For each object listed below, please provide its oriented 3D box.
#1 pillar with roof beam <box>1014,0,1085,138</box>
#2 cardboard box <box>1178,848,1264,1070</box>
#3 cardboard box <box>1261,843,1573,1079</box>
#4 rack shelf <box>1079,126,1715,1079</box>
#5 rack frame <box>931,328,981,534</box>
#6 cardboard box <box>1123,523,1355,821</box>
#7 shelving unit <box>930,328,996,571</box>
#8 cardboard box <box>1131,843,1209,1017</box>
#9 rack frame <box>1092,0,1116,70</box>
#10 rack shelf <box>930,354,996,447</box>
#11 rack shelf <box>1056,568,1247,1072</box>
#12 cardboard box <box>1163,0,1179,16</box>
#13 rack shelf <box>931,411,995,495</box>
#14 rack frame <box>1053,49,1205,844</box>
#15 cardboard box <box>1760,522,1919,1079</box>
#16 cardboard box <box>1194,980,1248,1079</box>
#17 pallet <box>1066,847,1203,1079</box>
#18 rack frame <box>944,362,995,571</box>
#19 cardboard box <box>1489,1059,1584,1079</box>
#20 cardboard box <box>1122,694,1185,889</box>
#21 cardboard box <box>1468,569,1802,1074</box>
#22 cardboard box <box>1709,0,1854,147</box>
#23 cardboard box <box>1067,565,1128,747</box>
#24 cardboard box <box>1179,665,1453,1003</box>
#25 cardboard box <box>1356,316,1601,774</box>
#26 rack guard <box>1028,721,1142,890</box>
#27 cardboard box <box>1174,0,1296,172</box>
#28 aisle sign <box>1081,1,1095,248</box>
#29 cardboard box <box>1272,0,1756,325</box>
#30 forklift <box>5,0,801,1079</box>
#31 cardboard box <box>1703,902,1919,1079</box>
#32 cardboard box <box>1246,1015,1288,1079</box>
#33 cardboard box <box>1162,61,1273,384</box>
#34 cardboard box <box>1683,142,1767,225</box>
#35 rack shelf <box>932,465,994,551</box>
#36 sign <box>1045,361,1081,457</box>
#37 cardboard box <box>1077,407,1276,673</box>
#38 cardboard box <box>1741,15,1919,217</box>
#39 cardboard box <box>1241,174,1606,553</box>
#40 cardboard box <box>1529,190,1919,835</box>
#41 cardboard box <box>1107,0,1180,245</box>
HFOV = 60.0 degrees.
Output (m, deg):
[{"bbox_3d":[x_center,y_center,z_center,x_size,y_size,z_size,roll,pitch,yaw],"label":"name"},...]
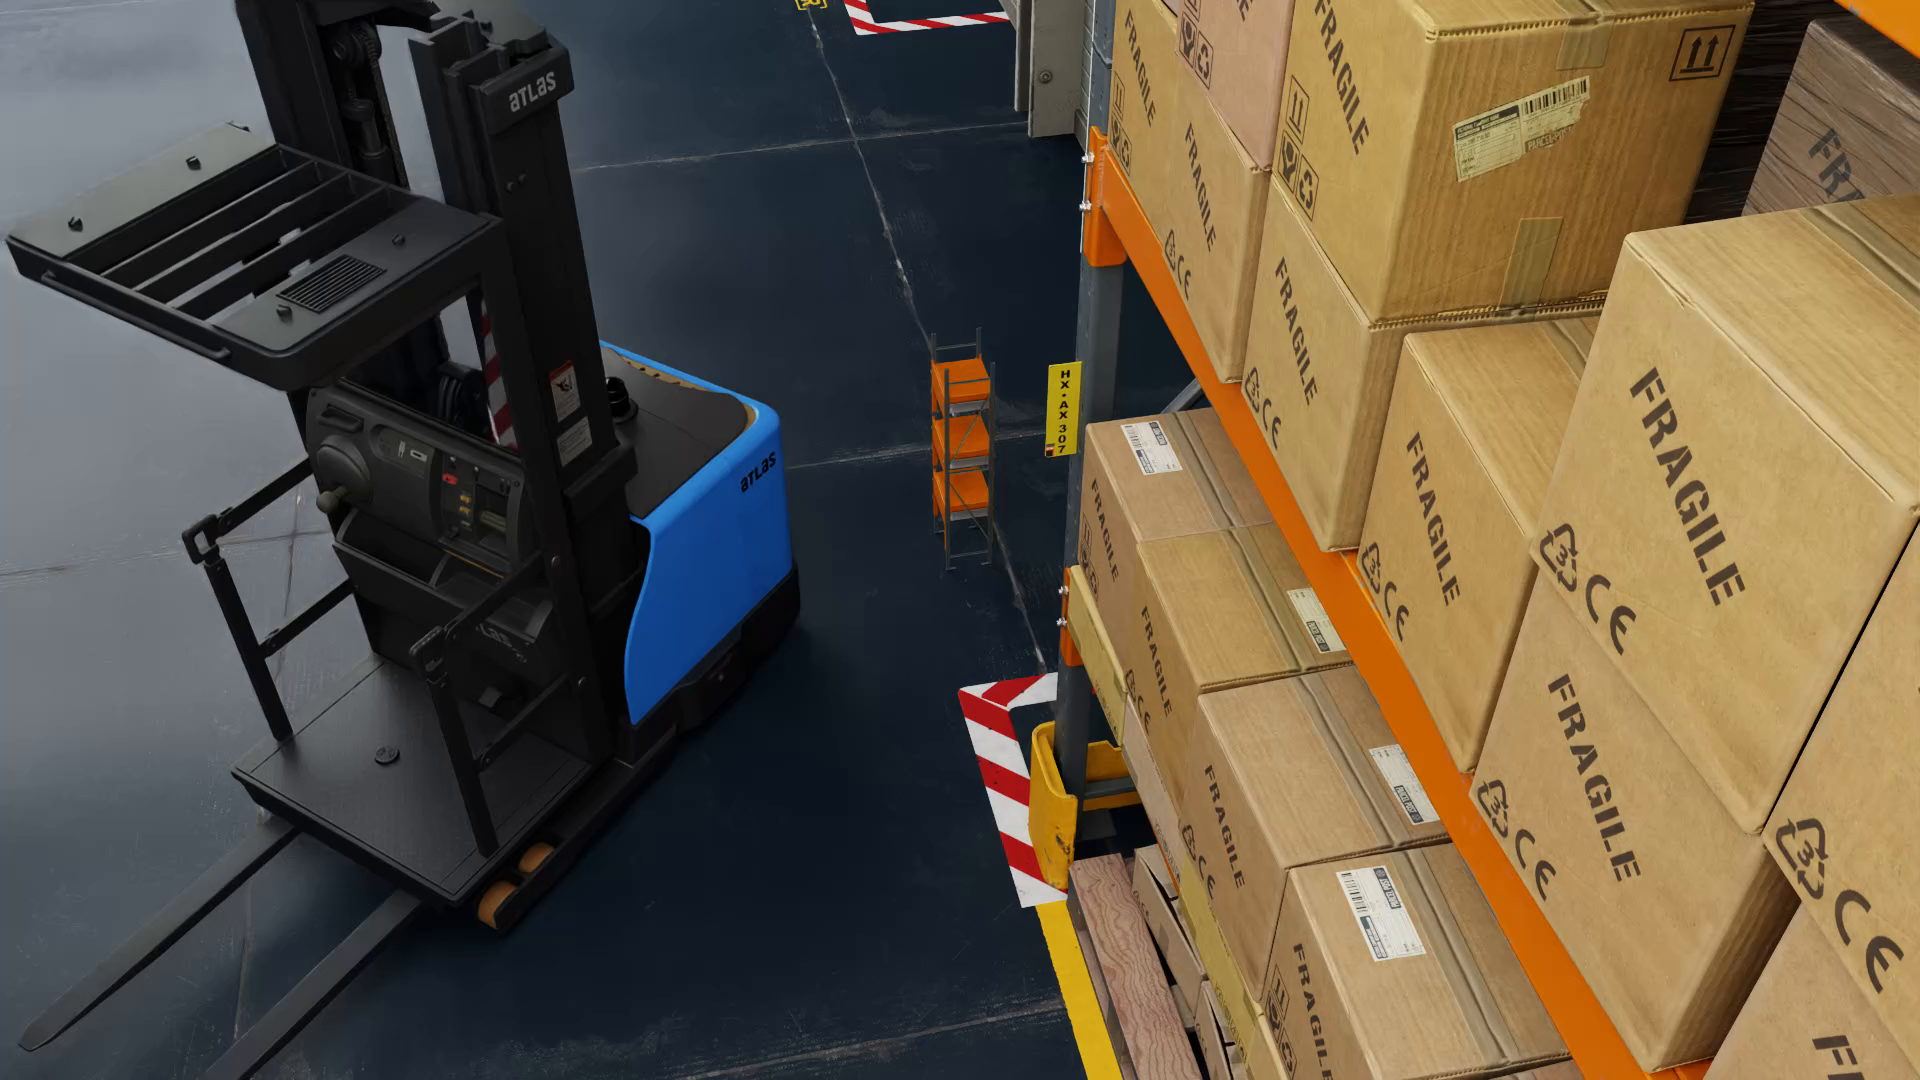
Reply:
[{"bbox_3d":[-3.675,-5.311,6.455,9.100,9.000,0.400,-8,42,-9],"label":"pillar with roof beam"},{"bbox_3d":[0.853,0.951,4.017,0.500,0.250,0.500,-9,42,-10],"label":"cardboard box"},{"bbox_3d":[0.962,0.986,3.413,0.500,0.500,0.500,-7,42,-8],"label":"cardboard box"},{"bbox_3d":[1.259,0.319,2.914,1.077,0.370,4.000,-8,42,-9],"label":"rack shelf"},{"bbox_3d":[-0.015,-0.437,6.951,0.200,1.050,0.008,-8,42,-9],"label":"rack frame"},{"bbox_3d":[0.734,0.317,4.166,0.500,0.500,0.500,-8,42,-9],"label":"cardboard box"},{"bbox_3d":[0.012,-0.358,6.862,0.215,1.050,0.252,-8,42,-9],"label":"shelving unit"},{"bbox_3d":[0.889,1.177,5.358,0.500,0.311,0.500,-13,43,-14],"label":"cardboard box"},{"bbox_3d":[0.827,-2.369,3.140,1.000,3.000,0.127,-8,42,-9],"label":"rack frame"},{"bbox_3d":[0.012,-0.562,6.681,0.215,0.259,0.240,-8,42,-9],"label":"rack shelf"},{"bbox_3d":[1.259,1.440,3.910,1.077,0.370,4.000,-8,42,-9],"label":"rack shelf"},{"bbox_3d":[0.674,-1.381,3.443,0.500,0.500,0.500,-11,43,-12],"label":"cardboard box"},{"bbox_3d":[0.012,-0.350,6.869,0.215,0.259,0.240,-8,42,-9],"label":"rack shelf"},{"bbox_3d":[0.827,-0.125,5.131,1.000,3.000,0.127,-8,42,-9],"label":"rack frame"},{"bbox_3d":[1.189,0.286,1.566,0.500,0.500,0.500,-6,42,-7],"label":"cardboard box"},{"bbox_3d":[1.012,1.547,4.942,0.500,0.311,0.500,-5,42,-6],"label":"cardboard box"},{"bbox_3d":[0.985,1.499,5.403,1.003,0.211,1.213,-8,42,-9],"label":"pallet"},{"bbox_3d":[0.038,-0.279,6.773,0.200,1.050,0.008,-8,42,-9],"label":"rack frame"},{"bbox_3d":[1.075,1.323,3.033,0.500,0.500,0.500,-9,42,-11],"label":"cardboard box"},{"bbox_3d":[0.749,0.620,4.390,0.500,0.250,0.500,-10,42,-11],"label":"cardboard box"},{"bbox_3d":[1.087,0.326,2.274,0.500,0.500,0.500,-10,43,-11],"label":"cardboard box"},{"bbox_3d":[1.304,-1.072,3.095,0.500,0.500,0.500,-6,42,-7],"label":"cardboard box"},{"bbox_3d":[0.623,0.285,4.767,0.500,0.250,0.500,-9,42,-11],"label":"cardboard box"},{"bbox_3d":[0.839,0.653,3.788,0.500,0.500,0.500,-10,42,-11],"label":"cardboard box"},{"bbox_3d":[0.989,-0.006,2.647,0.500,0.500,0.500,-6,42,-7],"label":"cardboard box"},{"bbox_3d":[0.844,0.859,5.906,1.175,0.500,0.348,-8,42,-9],"label":"rack guard"},{"bbox_3d":[0.732,-1.049,3.069,0.500,0.500,0.500,-9,42,-10],"label":"cardboard box"},{"bbox_3d":[0.519,-1.101,4.273,0.394,0.787,0.004,-8,42,-9],"label":"aisle sign"},{"bbox_3d":[0.854,-0.718,2.697,0.500,0.500,0.500,-7,42,-8],"label":"cardboard box"},{"bbox_3d":[-1.851,-0.111,5.167,1.130,2.935,3.031,22,46,23],"label":"forklift"},{"bbox_3d":[1.244,0.679,1.875,0.500,0.500,0.500,-12,43,-13],"label":"cardboard box"},{"bbox_3d":[0.960,1.279,3.648,0.500,0.250,0.500,-8,42,-9],"label":"cardboard box"},{"bbox_3d":[0.737,-0.686,3.413,0.500,0.500,0.500,-6,42,-6],"label":"cardboard box"},{"bbox_3d":[1.394,-0.406,3.098,0.500,0.500,0.500,-10,43,-11],"label":"cardboard box"},{"bbox_3d":[0.012,-0.142,7.054,0.215,0.259,0.240,-8,42,-9],"label":"rack shelf"},{"bbox_3d":[0.298,-0.371,4.756,0.100,0.325,0.005,-8,42,-9],"label":"sign"},{"bbox_3d":[0.637,-0.004,4.529,0.500,0.500,0.500,-8,42,-9],"label":"cardboard box"},{"bbox_3d":[1.490,-0.422,2.363,0.500,0.500,0.500,-8,42,-9],"label":"cardboard box"},{"bbox_3d":[0.853,-0.350,3.035,0.500,0.500,0.500,-7,42,-7],"label":"cardboard box"},{"bbox_3d":[1.066,-0.050,1.943,0.500,0.500,0.500,-10,43,-11],"label":"cardboard box"},{"bbox_3d":[0.656,-1.039,3.811,0.500,0.500,0.500,-7,42,-8],"label":"cardboard box"}]
